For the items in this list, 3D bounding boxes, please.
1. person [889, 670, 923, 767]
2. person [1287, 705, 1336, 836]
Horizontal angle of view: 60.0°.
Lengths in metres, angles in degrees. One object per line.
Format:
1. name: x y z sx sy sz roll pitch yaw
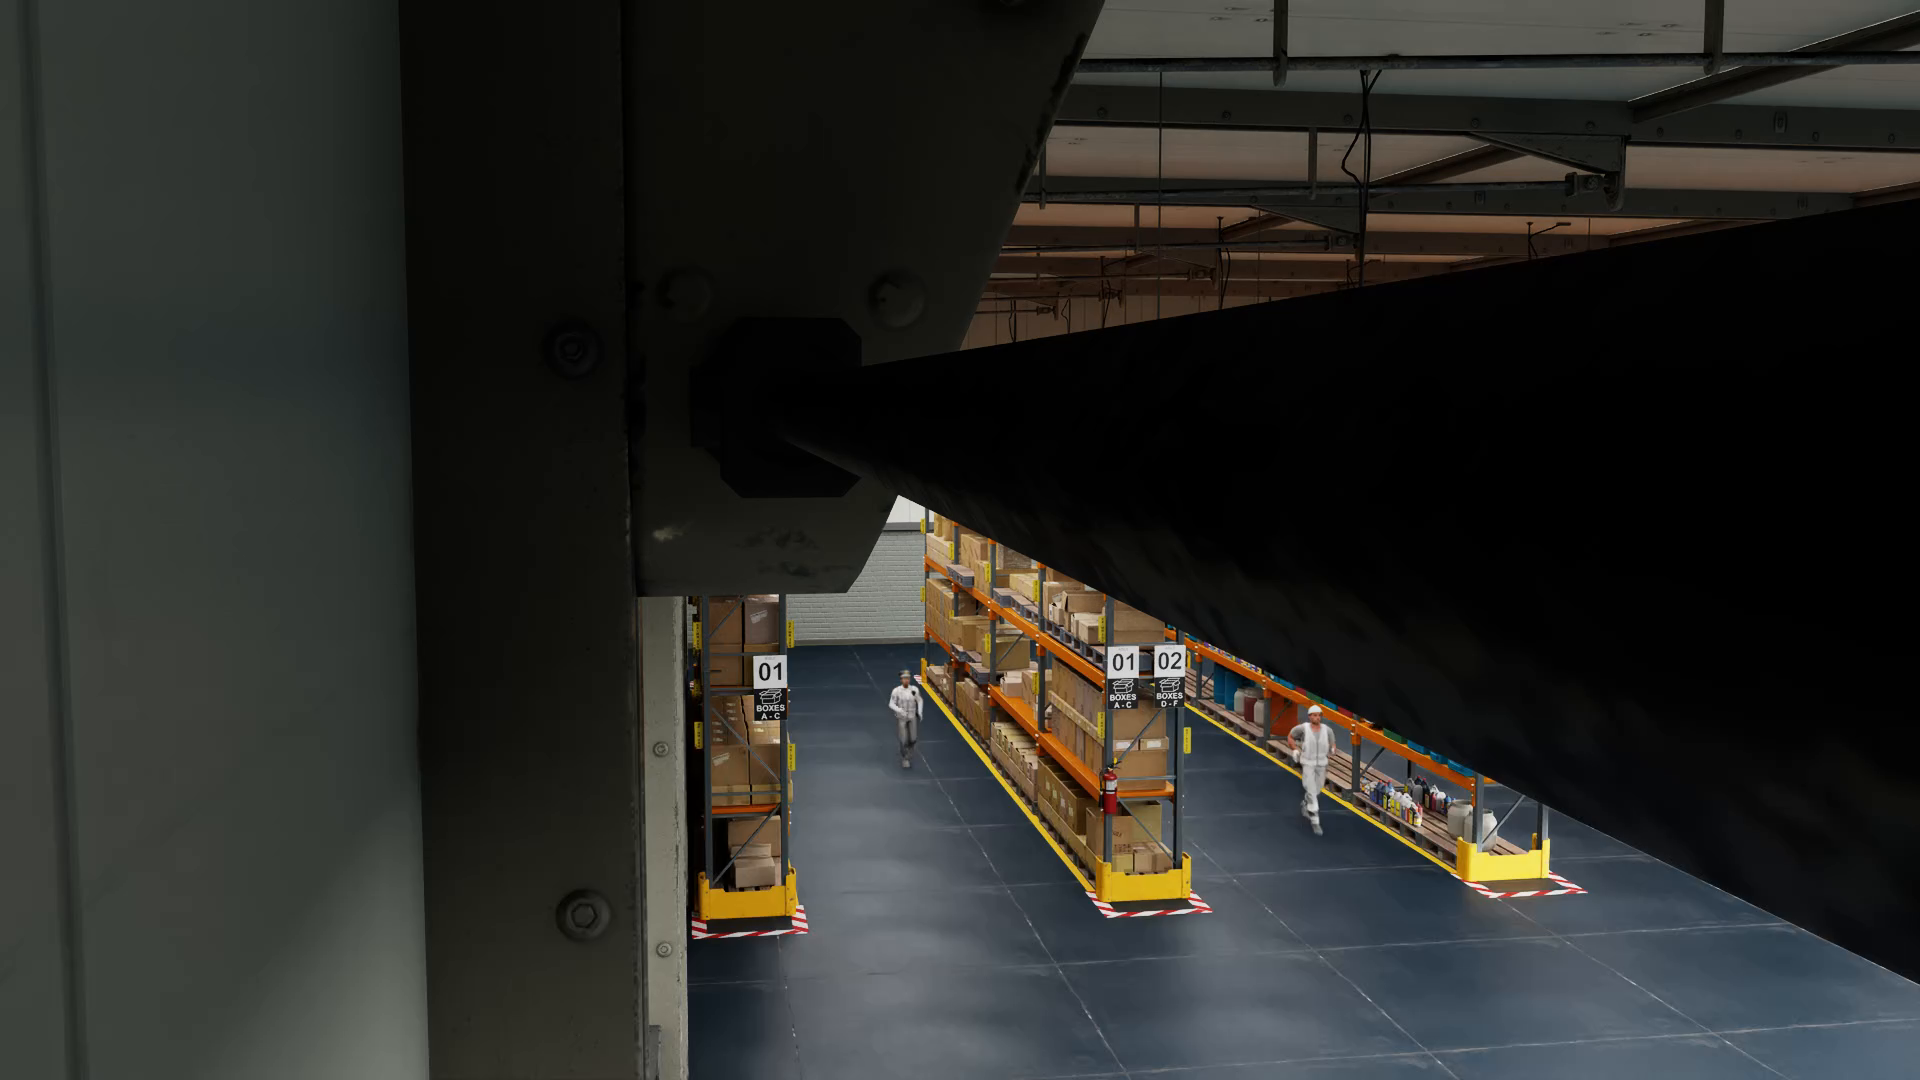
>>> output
1. person: -0.895 3.028 28.202 0.602 1.659 0.517 -1 5 -11
2. person: 5.145 3.293 24.185 0.651 1.807 0.979 -1 5 -9
